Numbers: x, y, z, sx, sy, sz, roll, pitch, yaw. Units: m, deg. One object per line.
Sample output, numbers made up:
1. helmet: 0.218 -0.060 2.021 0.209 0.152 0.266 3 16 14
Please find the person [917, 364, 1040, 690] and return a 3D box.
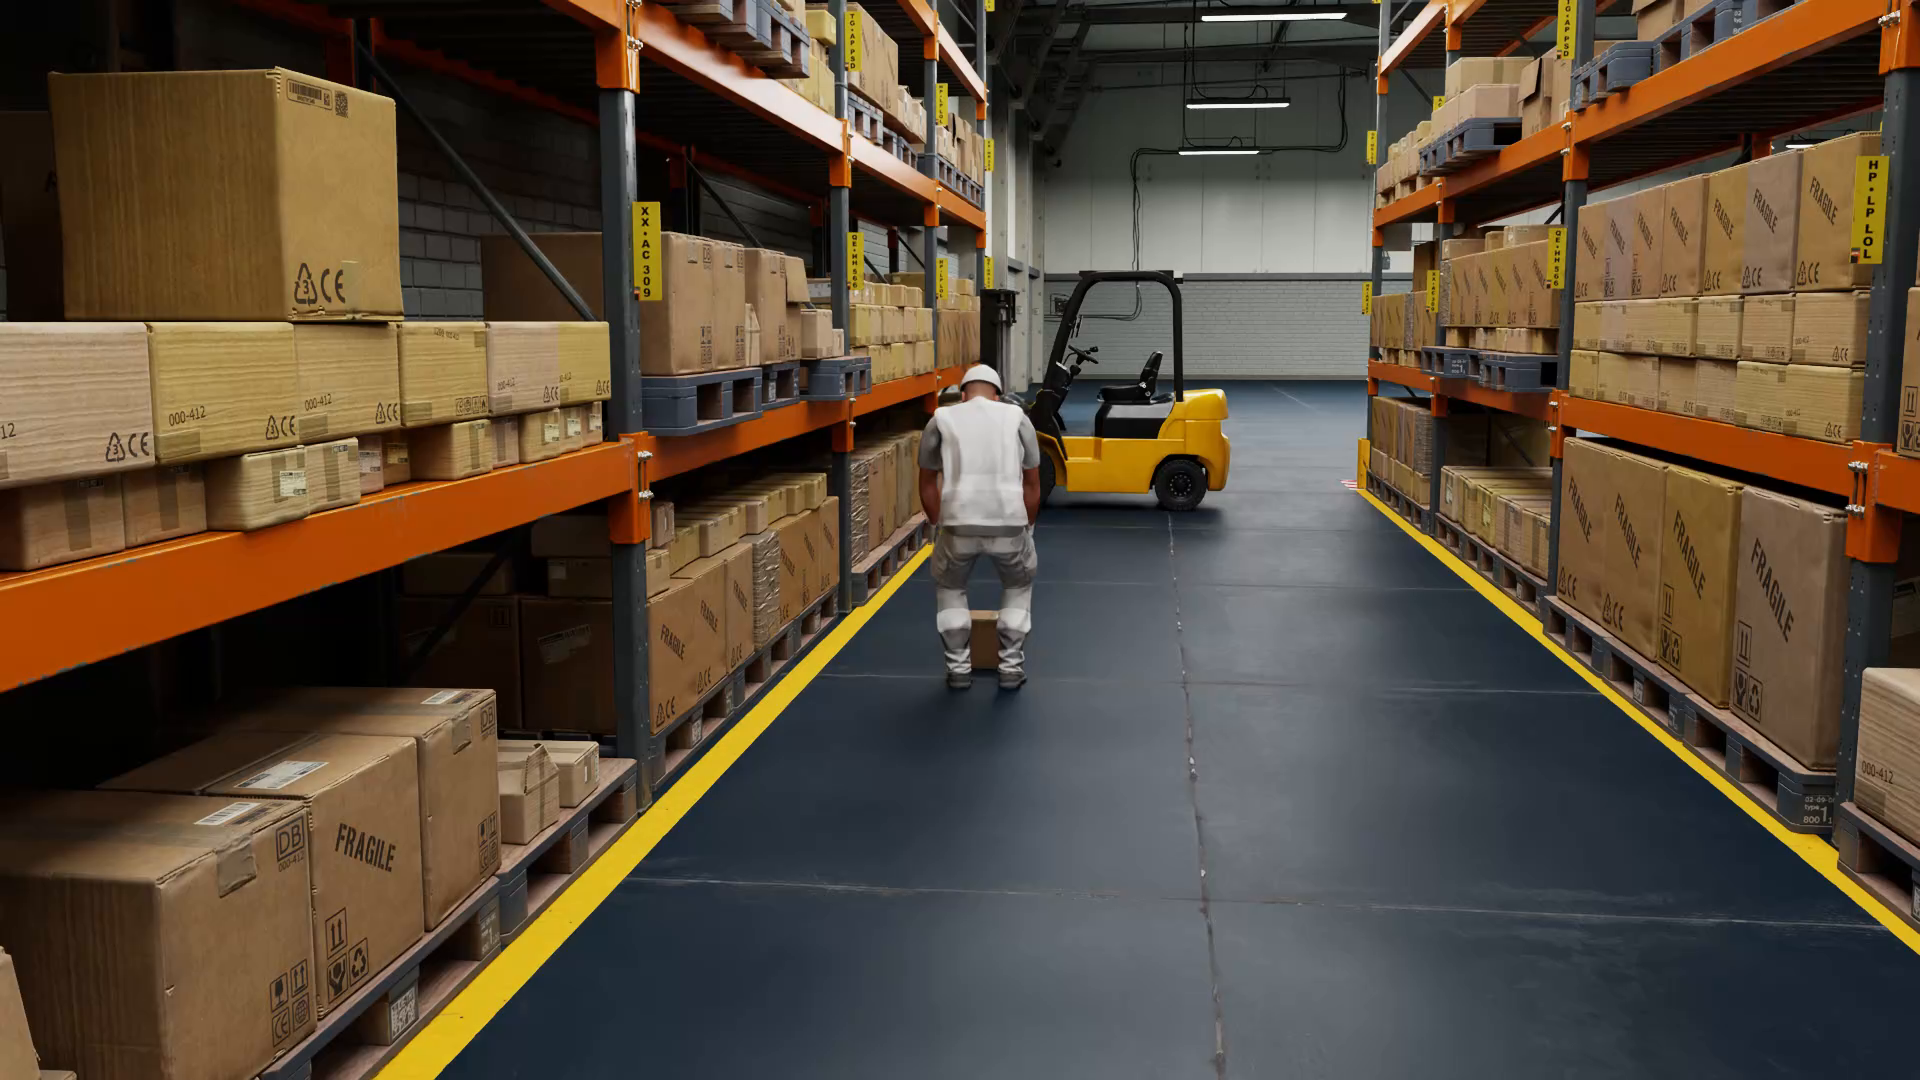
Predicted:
1. person: 0.084 -0.068 7.824 0.581 1.500 0.711 1 8 5
